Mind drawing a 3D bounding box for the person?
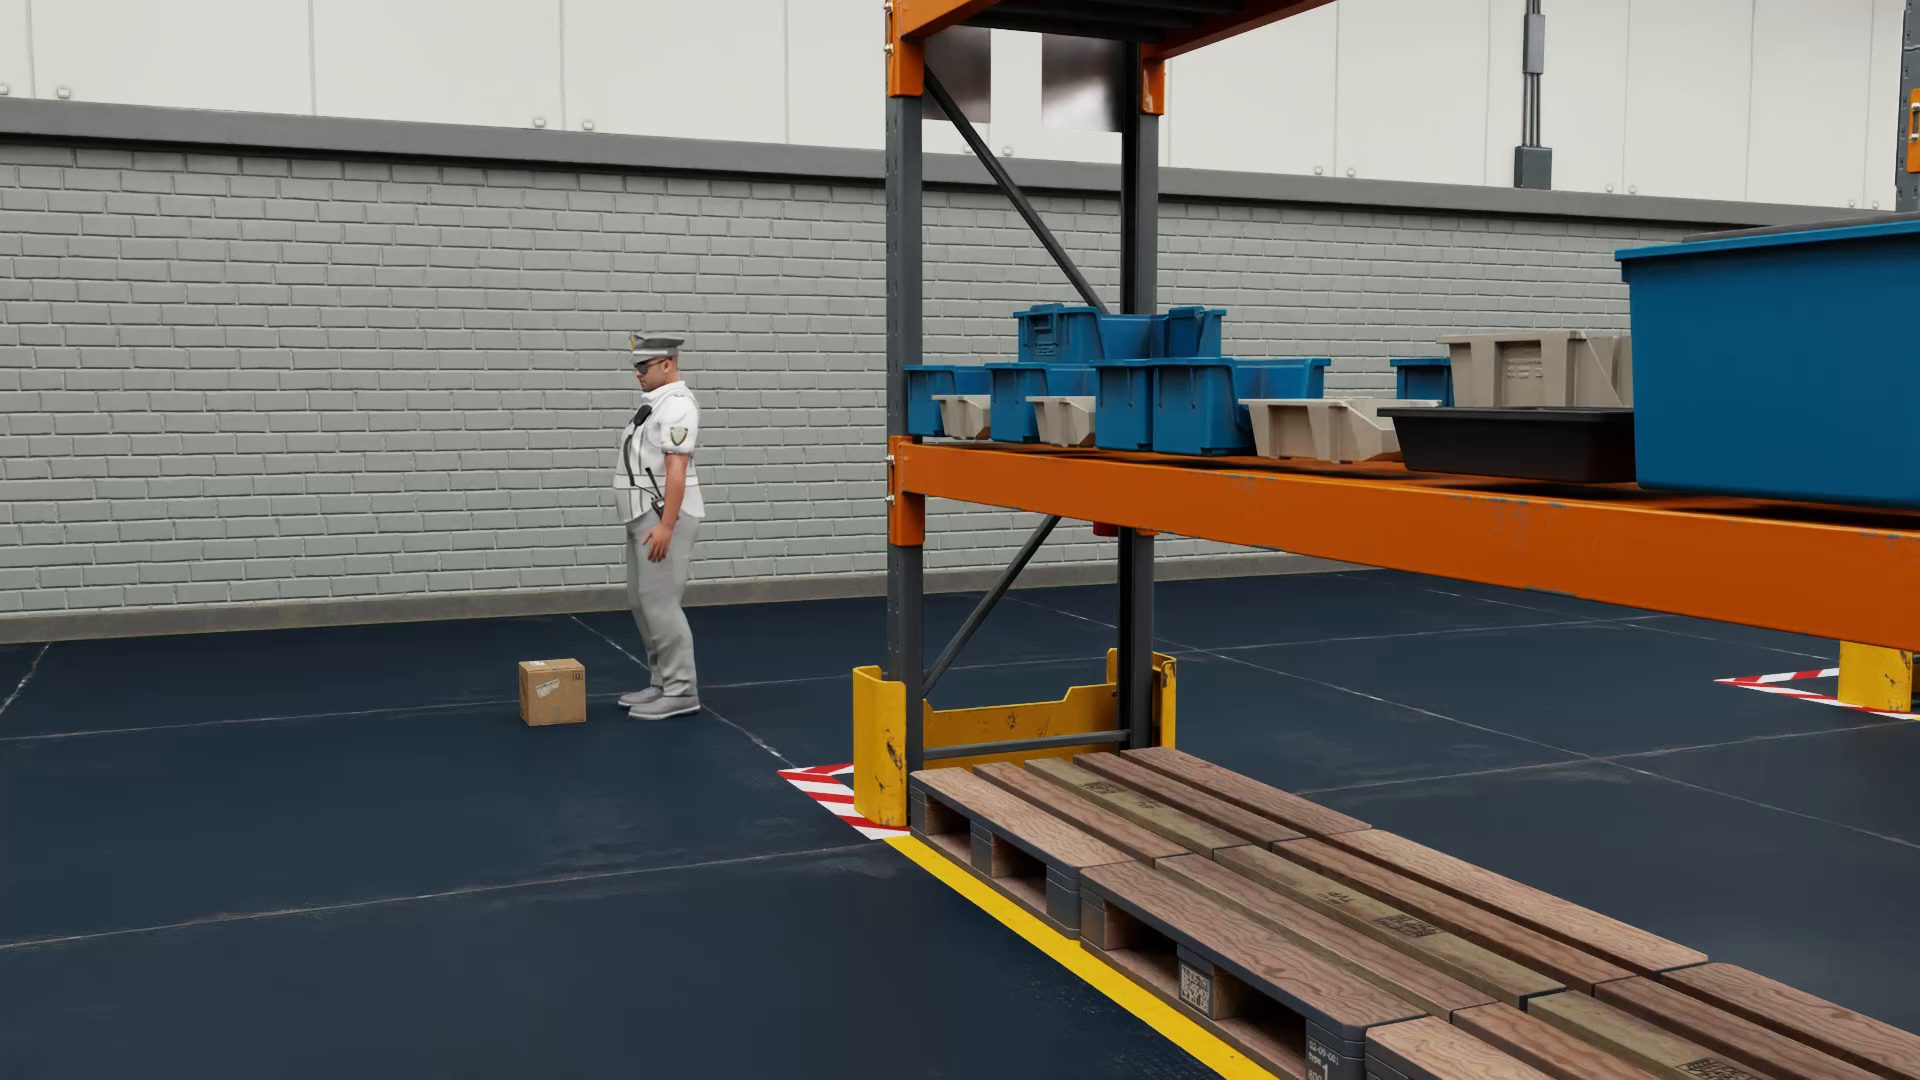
[{"bbox_3d":[-1.372,-0.073,7.580,0.392,1.742,0.529,-2,6,-23],"label":"person"}]
